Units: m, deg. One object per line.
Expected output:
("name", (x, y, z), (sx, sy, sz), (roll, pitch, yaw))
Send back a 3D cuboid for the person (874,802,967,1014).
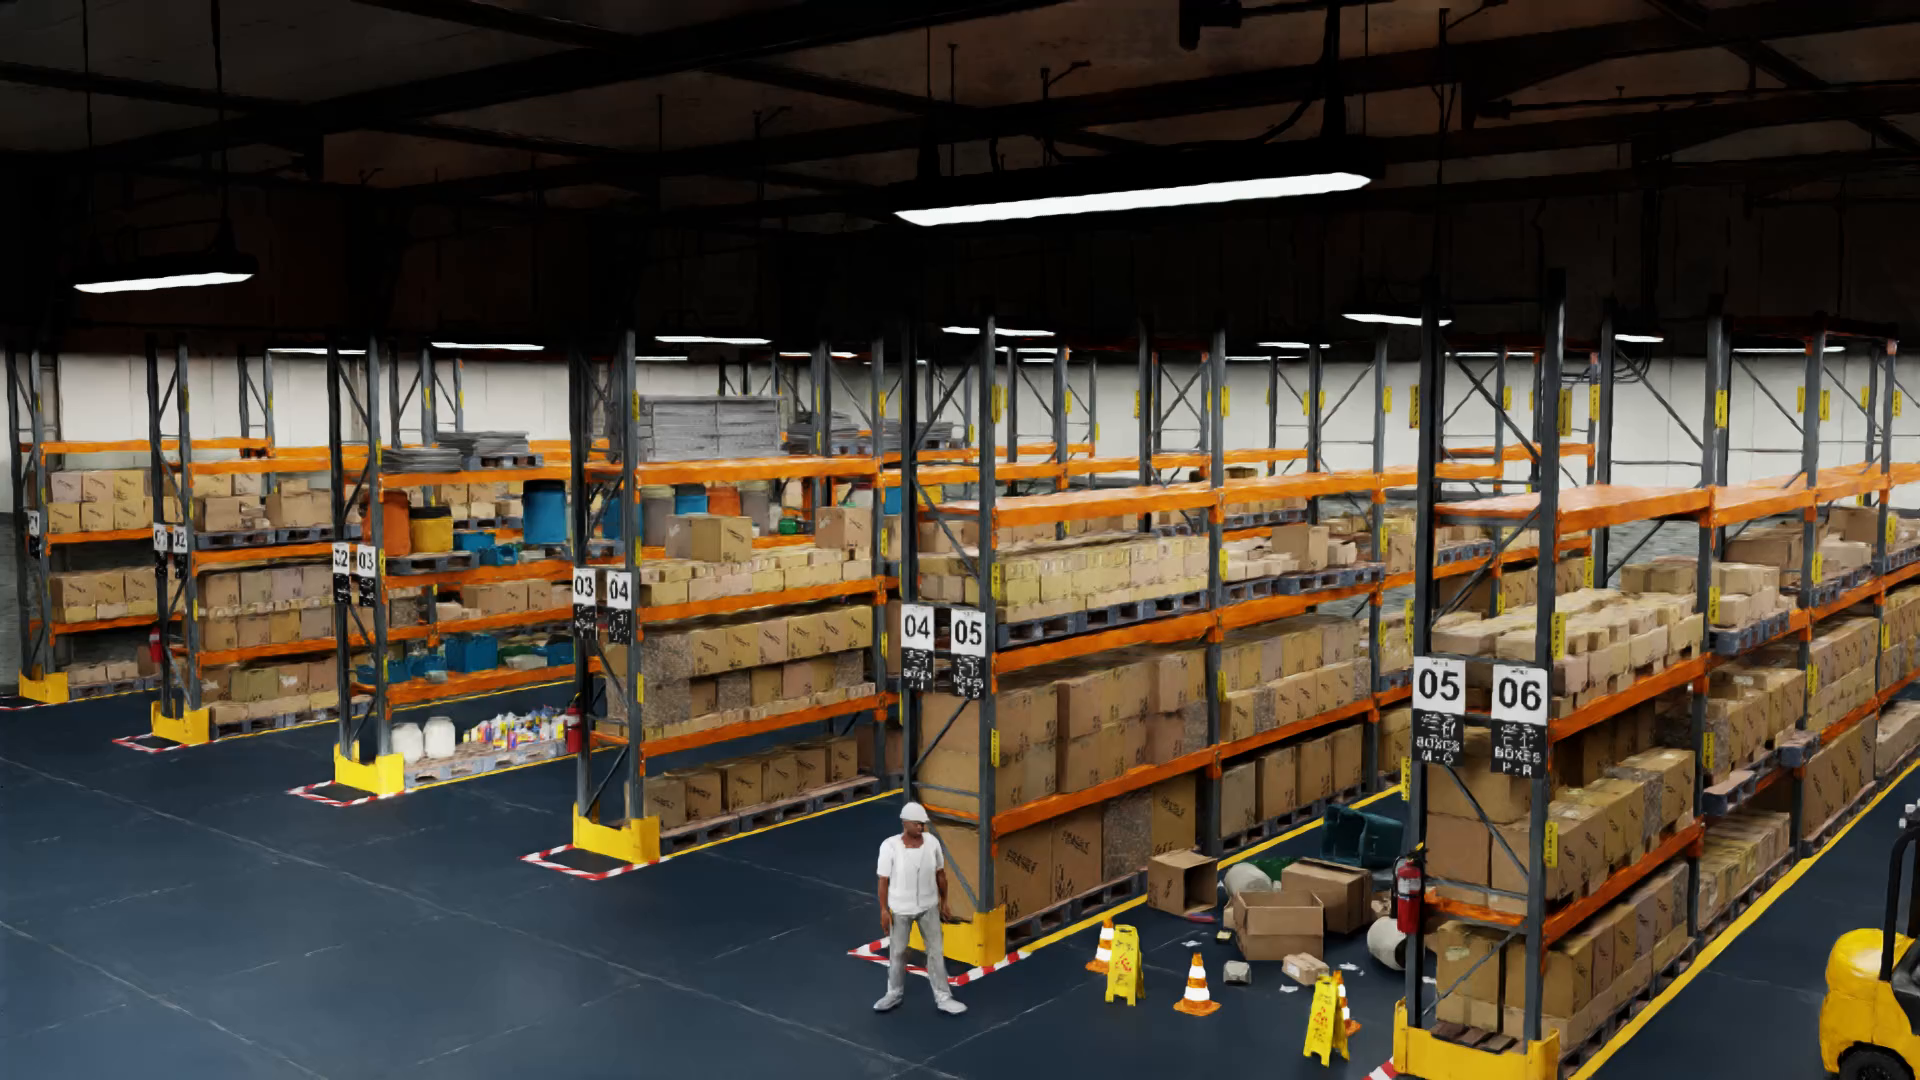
("person", (-0.347, 3.036, 13.771), (0.723, 1.758, 0.534), (-2, 5, -17))
